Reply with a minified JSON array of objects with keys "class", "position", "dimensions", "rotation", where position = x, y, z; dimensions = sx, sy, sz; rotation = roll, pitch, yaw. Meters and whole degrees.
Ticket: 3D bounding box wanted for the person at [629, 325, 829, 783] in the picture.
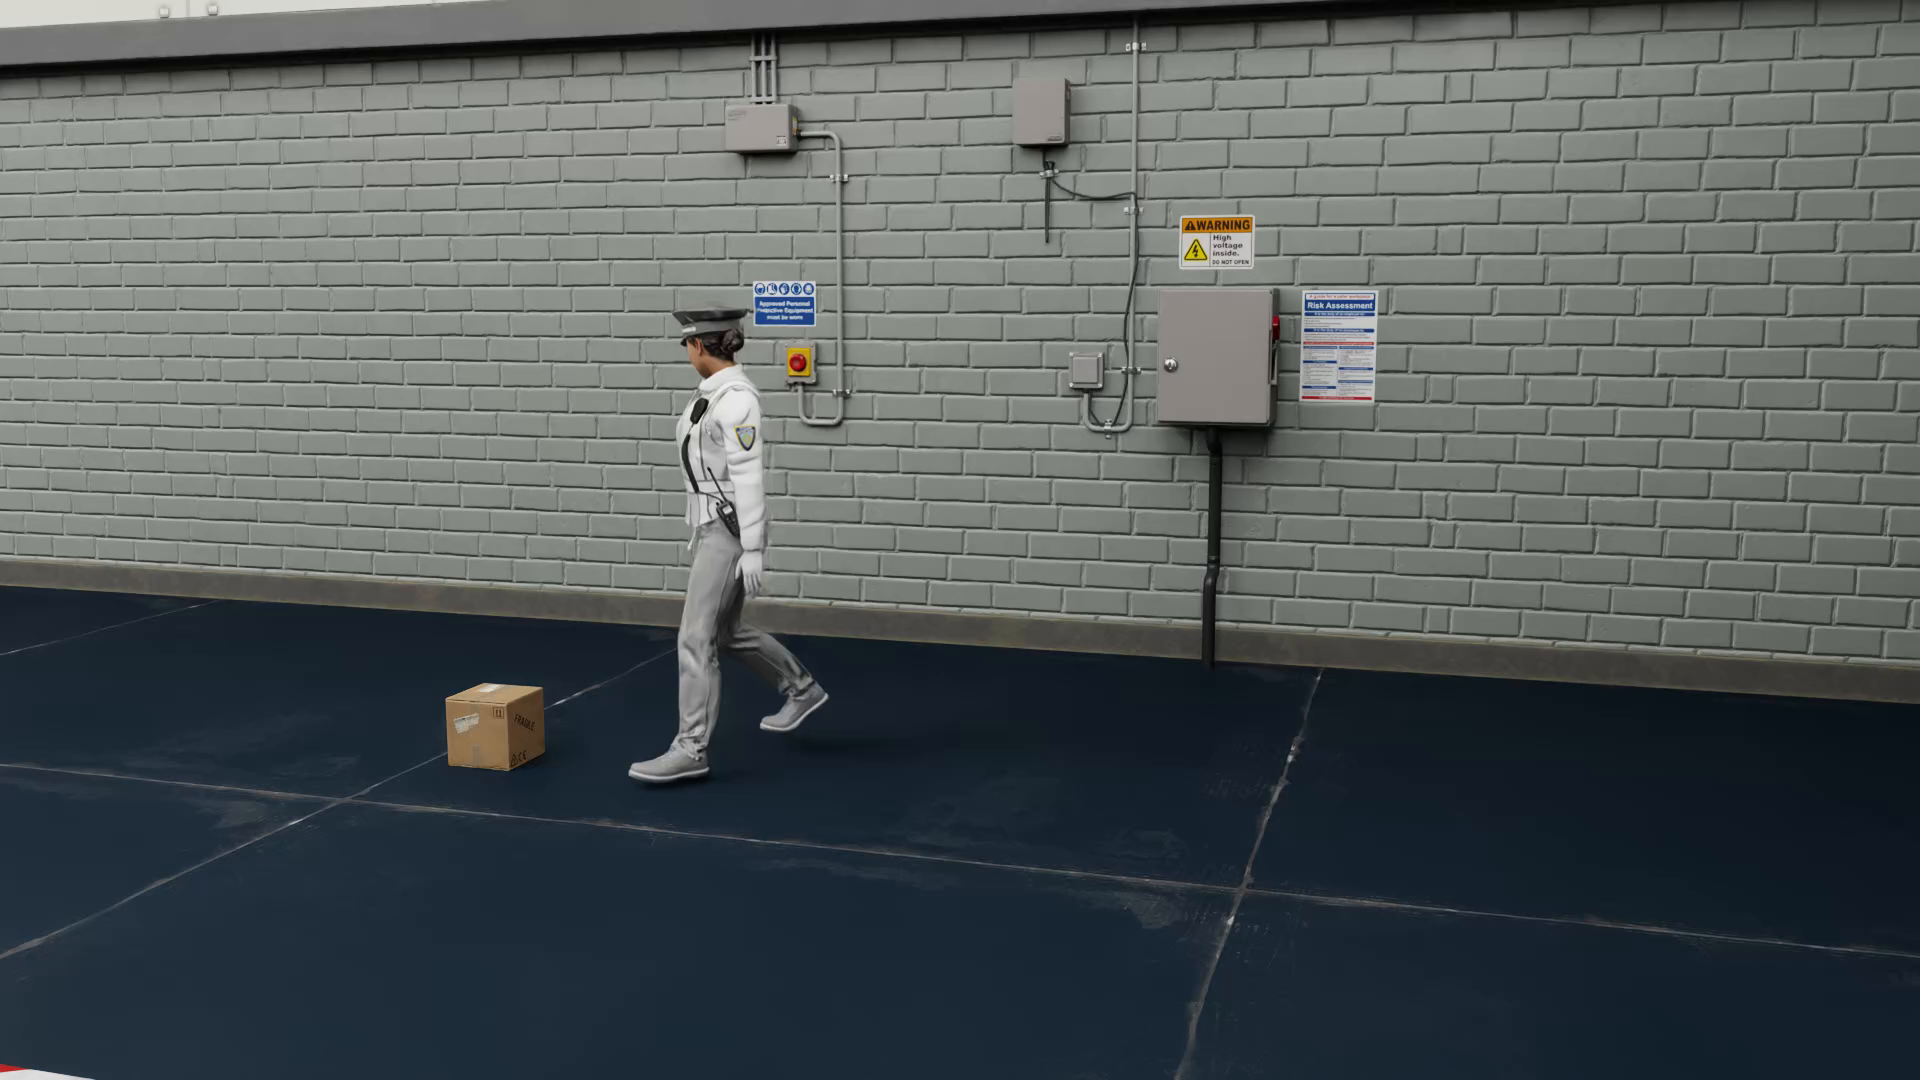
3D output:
[{"class":"person","position":[-0.815,-0.011,5.872],"dimensions":[0.798,1.626,0.514],"rotation":[-3,9,-20]}]
